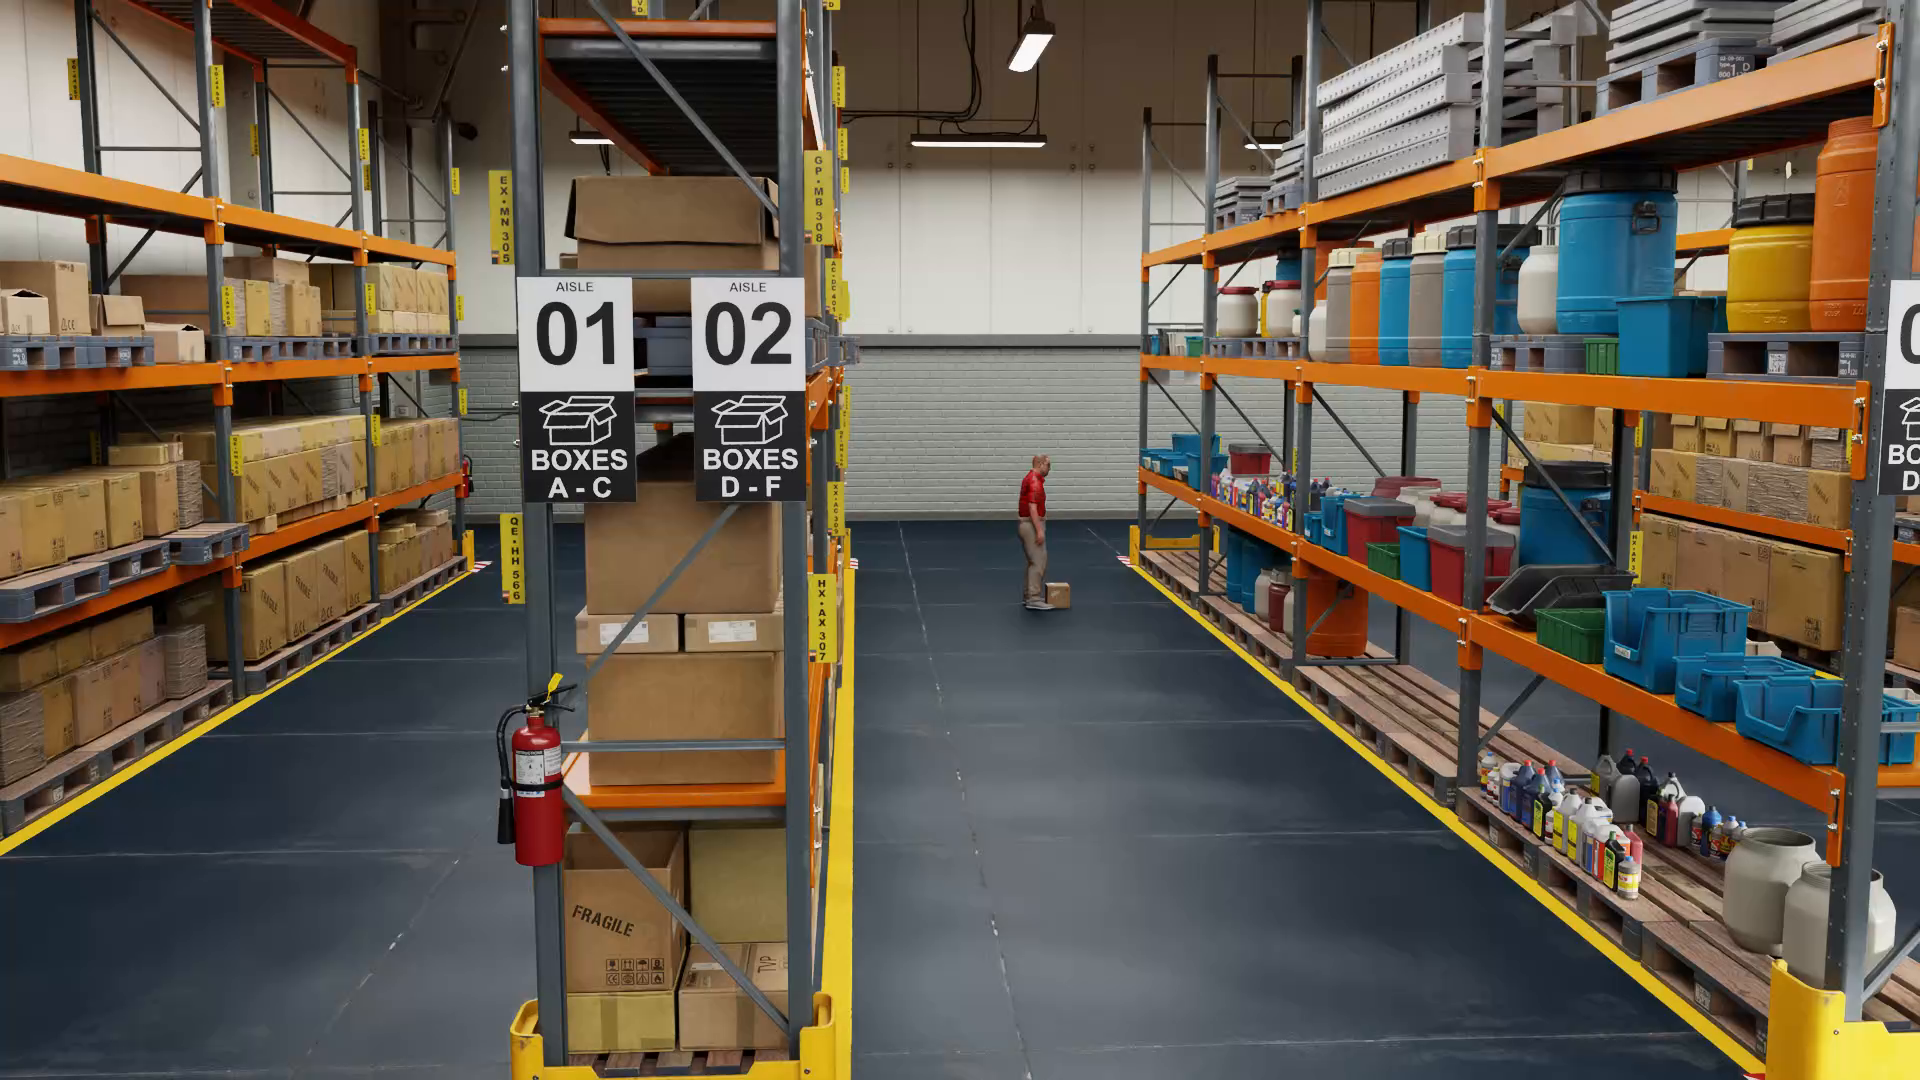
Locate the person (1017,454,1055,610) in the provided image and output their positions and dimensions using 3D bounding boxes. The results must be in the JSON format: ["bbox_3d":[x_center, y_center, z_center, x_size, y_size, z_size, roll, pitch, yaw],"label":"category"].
[{"bbox_3d":[0.848,-0.105,18.682,0.396,1.726,0.586,0,7,-3],"label":"person"}]
